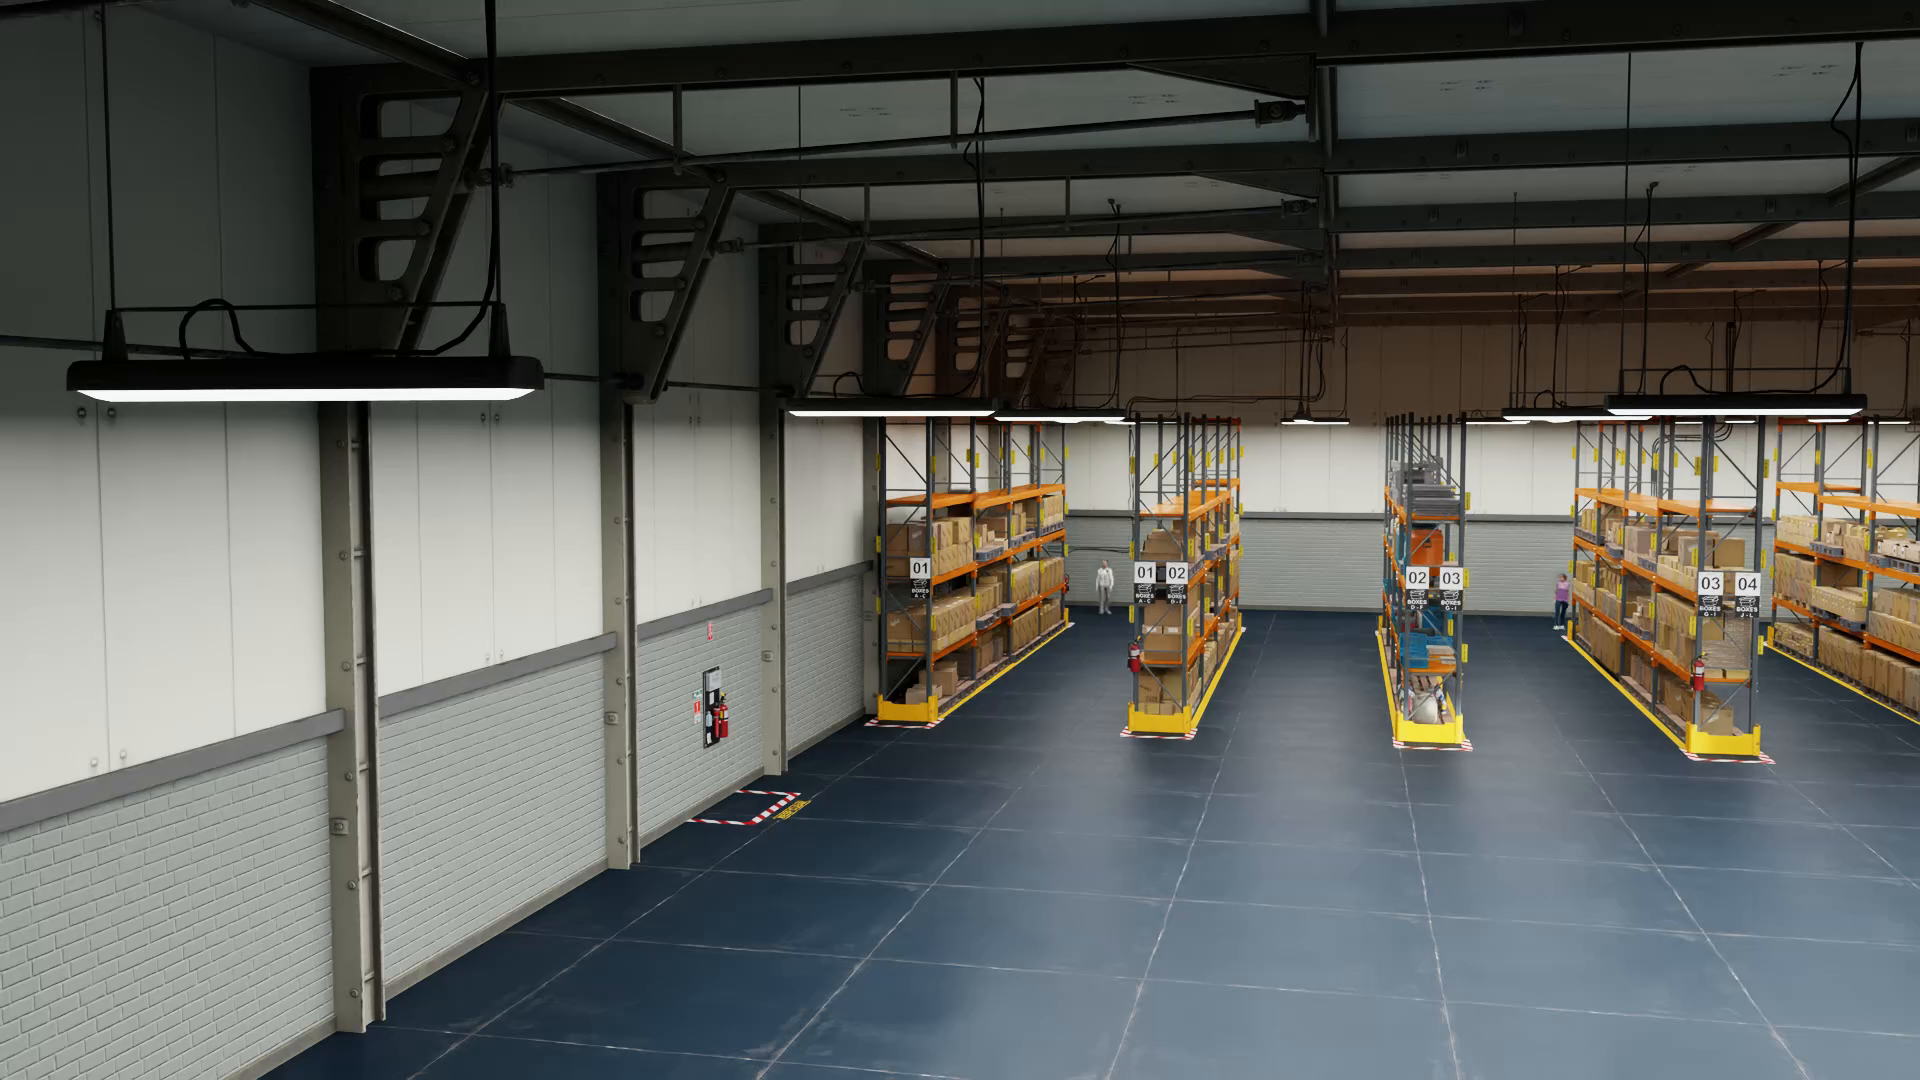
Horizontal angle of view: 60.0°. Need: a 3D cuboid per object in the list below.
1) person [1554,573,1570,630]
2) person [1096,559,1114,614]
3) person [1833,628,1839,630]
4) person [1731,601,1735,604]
[{"bbox_3d":[17.100,1.746,47.202,0.458,1.611,0.473,0,4,7],"label":"person"},{"bbox_3d":[4.460,1.439,51.125,0.519,1.722,0.394,-1,4,-14],"label":"person"},{"bbox_3d":[23.199,1.901,43.887,0.566,1.640,0.937,-3,5,-38],"label":"person"},{"bbox_3d":[19.918,1.977,42.383,0.502,1.718,1.034,1,4,14],"label":"person"}]
